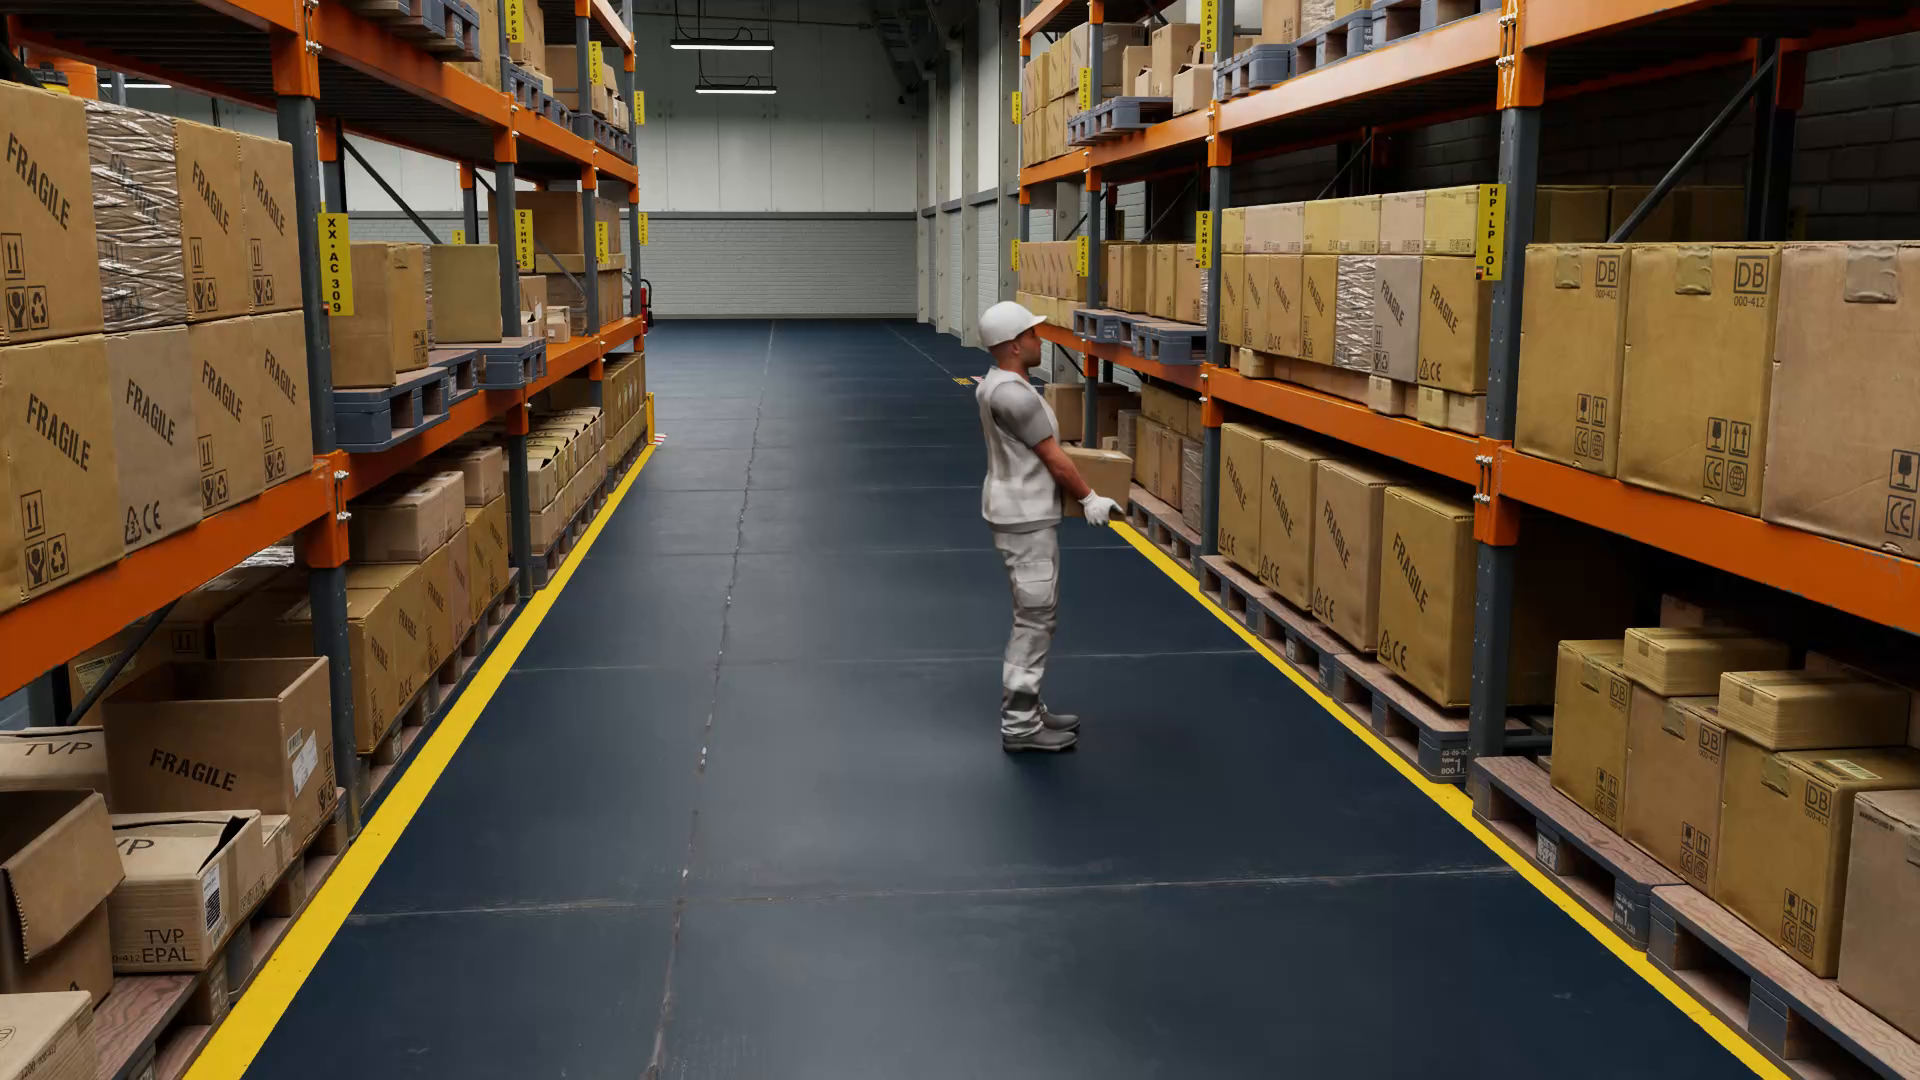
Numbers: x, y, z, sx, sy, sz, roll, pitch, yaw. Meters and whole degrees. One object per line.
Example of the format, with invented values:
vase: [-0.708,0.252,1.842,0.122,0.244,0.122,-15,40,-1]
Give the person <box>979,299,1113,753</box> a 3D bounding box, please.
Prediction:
person: [0.358,-0.070,6.719,0.538,1.793,0.536,-2,10,-11]
